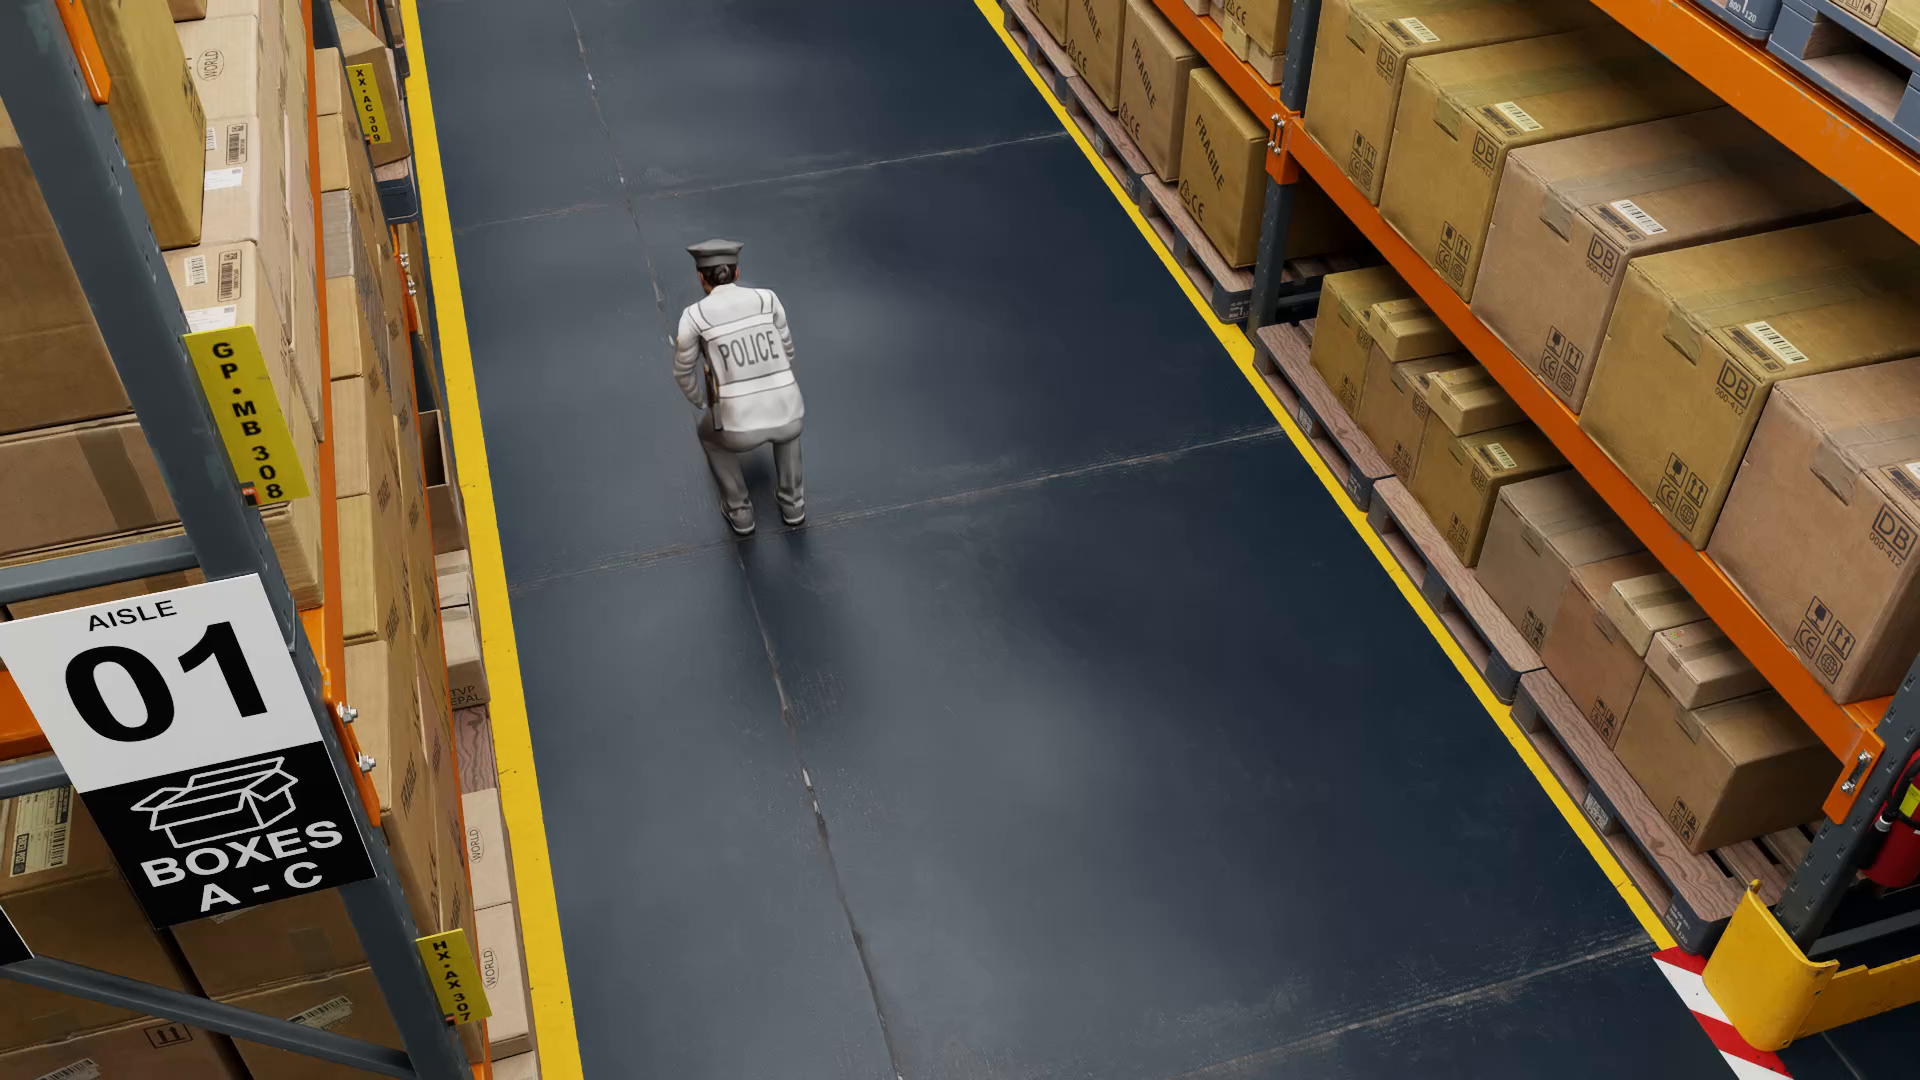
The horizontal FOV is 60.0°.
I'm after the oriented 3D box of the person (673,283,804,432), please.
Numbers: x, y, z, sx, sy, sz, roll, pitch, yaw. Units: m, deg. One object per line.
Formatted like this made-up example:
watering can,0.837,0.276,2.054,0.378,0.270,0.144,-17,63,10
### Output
person,-0.919,-0.714,6.971,0.532,0.612,0.595,-12,44,-13
